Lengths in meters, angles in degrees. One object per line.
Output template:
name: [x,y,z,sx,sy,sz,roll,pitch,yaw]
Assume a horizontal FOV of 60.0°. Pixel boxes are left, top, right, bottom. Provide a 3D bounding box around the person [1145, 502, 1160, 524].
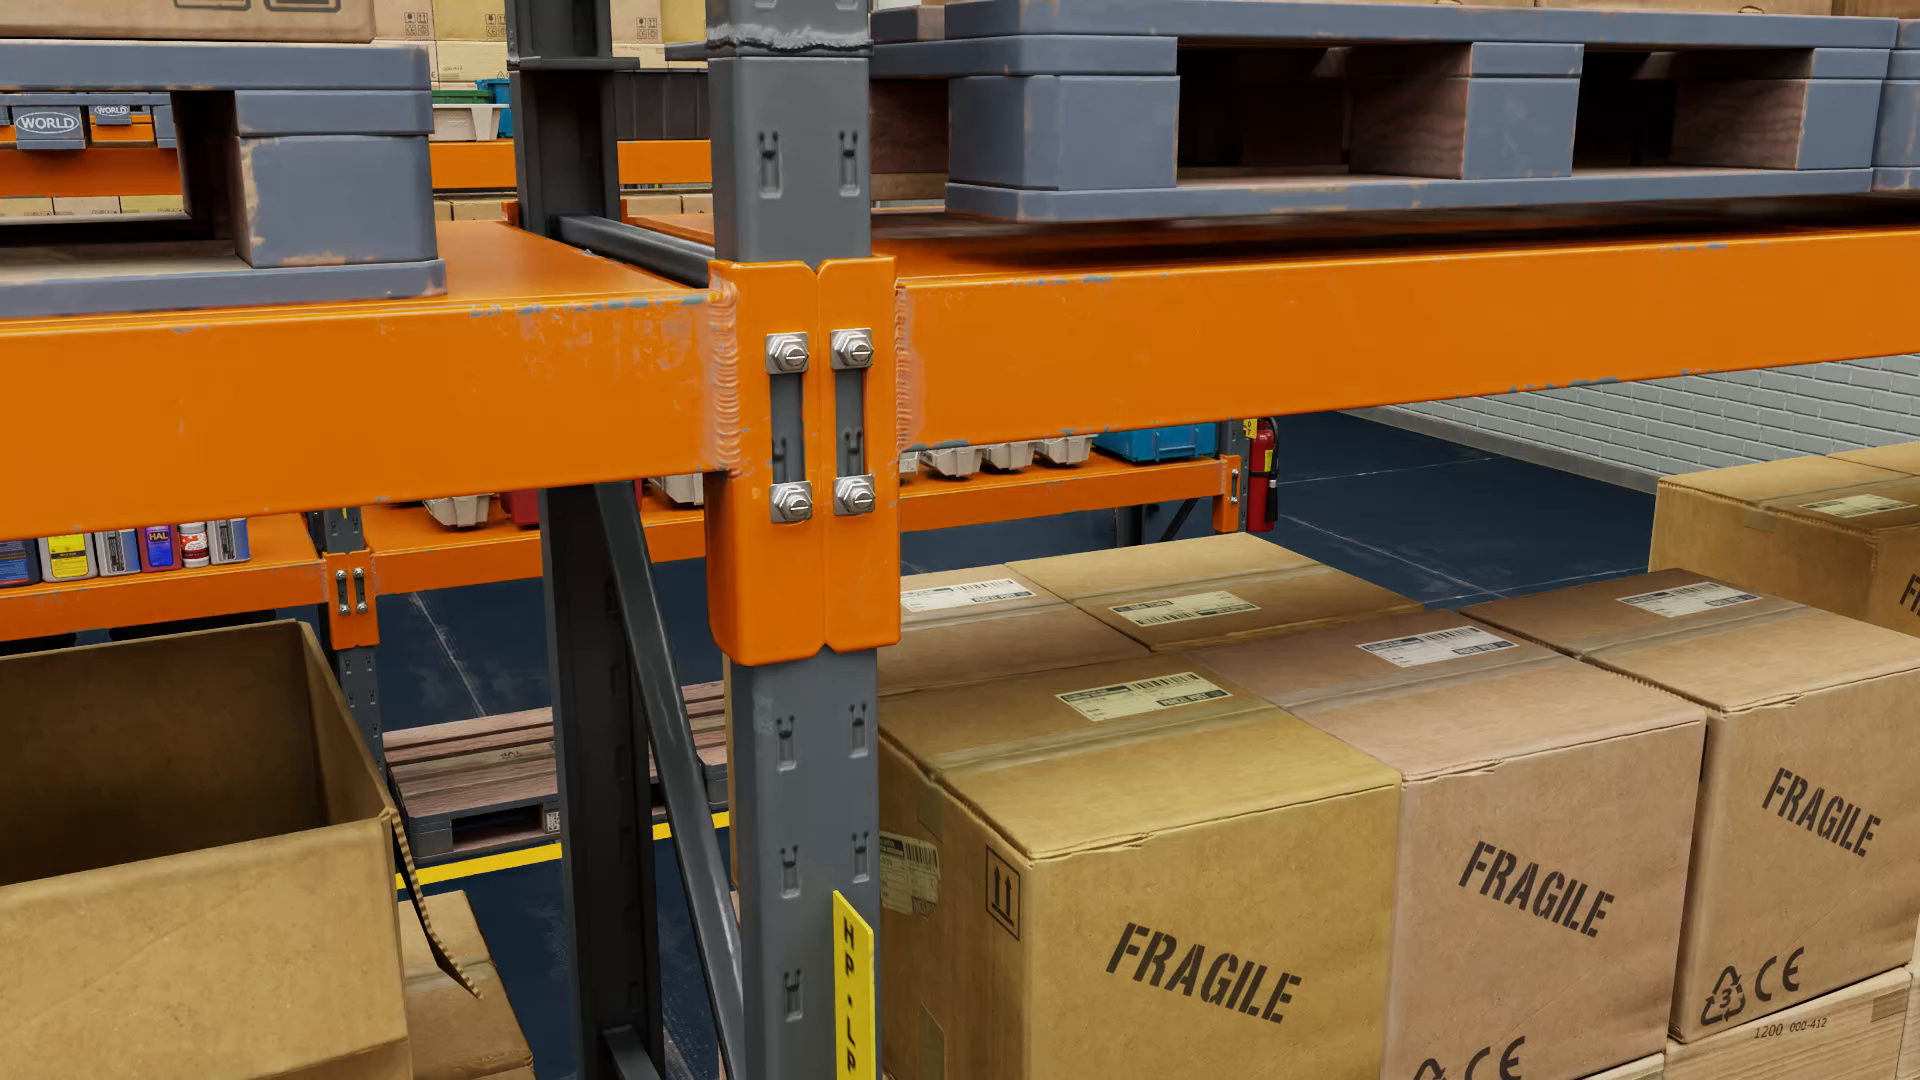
person: [1.293,-0.900,11.655,0.526,1.613,0.842,9,18,31]
